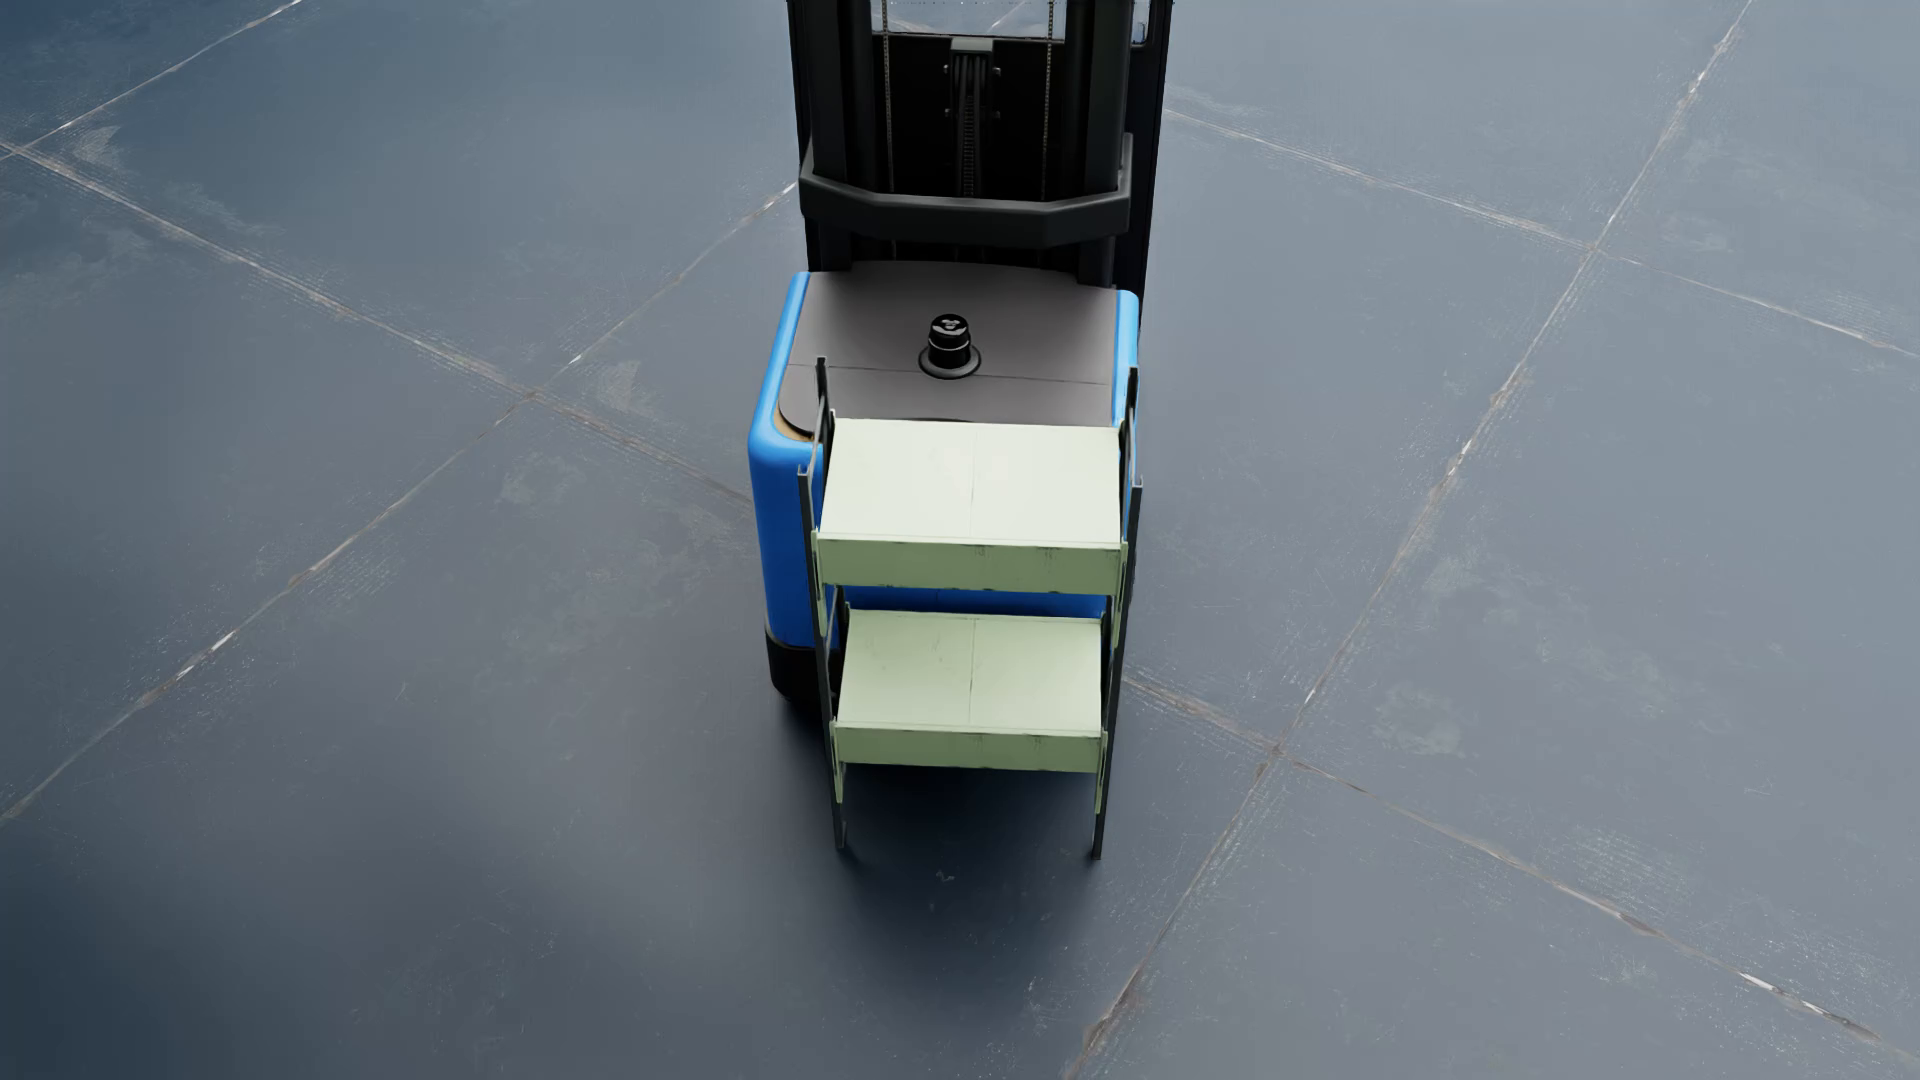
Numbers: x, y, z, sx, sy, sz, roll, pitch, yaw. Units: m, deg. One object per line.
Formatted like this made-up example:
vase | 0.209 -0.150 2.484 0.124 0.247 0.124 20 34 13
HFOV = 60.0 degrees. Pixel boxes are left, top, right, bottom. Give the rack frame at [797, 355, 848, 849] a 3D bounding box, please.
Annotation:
rack frame | -0.334 0.223 4.324 0.023 1.500 0.400 2 47 2

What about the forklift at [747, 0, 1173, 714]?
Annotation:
forklift | 0.078 -1.538 5.045 1.130 2.935 3.031 4 46 4

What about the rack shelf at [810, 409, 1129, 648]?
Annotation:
rack shelf | 0.031 -0.029 4.025 0.720 0.370 0.431 2 47 2

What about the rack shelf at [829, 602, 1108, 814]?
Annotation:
rack shelf | 0.032 0.458 4.549 0.720 0.370 0.431 2 47 2

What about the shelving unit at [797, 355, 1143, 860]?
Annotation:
shelving unit | 0.031 0.236 4.310 0.755 1.500 0.431 2 47 2

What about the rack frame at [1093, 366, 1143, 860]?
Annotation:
rack frame | 0.397 0.250 4.297 0.023 1.500 0.400 2 47 2
